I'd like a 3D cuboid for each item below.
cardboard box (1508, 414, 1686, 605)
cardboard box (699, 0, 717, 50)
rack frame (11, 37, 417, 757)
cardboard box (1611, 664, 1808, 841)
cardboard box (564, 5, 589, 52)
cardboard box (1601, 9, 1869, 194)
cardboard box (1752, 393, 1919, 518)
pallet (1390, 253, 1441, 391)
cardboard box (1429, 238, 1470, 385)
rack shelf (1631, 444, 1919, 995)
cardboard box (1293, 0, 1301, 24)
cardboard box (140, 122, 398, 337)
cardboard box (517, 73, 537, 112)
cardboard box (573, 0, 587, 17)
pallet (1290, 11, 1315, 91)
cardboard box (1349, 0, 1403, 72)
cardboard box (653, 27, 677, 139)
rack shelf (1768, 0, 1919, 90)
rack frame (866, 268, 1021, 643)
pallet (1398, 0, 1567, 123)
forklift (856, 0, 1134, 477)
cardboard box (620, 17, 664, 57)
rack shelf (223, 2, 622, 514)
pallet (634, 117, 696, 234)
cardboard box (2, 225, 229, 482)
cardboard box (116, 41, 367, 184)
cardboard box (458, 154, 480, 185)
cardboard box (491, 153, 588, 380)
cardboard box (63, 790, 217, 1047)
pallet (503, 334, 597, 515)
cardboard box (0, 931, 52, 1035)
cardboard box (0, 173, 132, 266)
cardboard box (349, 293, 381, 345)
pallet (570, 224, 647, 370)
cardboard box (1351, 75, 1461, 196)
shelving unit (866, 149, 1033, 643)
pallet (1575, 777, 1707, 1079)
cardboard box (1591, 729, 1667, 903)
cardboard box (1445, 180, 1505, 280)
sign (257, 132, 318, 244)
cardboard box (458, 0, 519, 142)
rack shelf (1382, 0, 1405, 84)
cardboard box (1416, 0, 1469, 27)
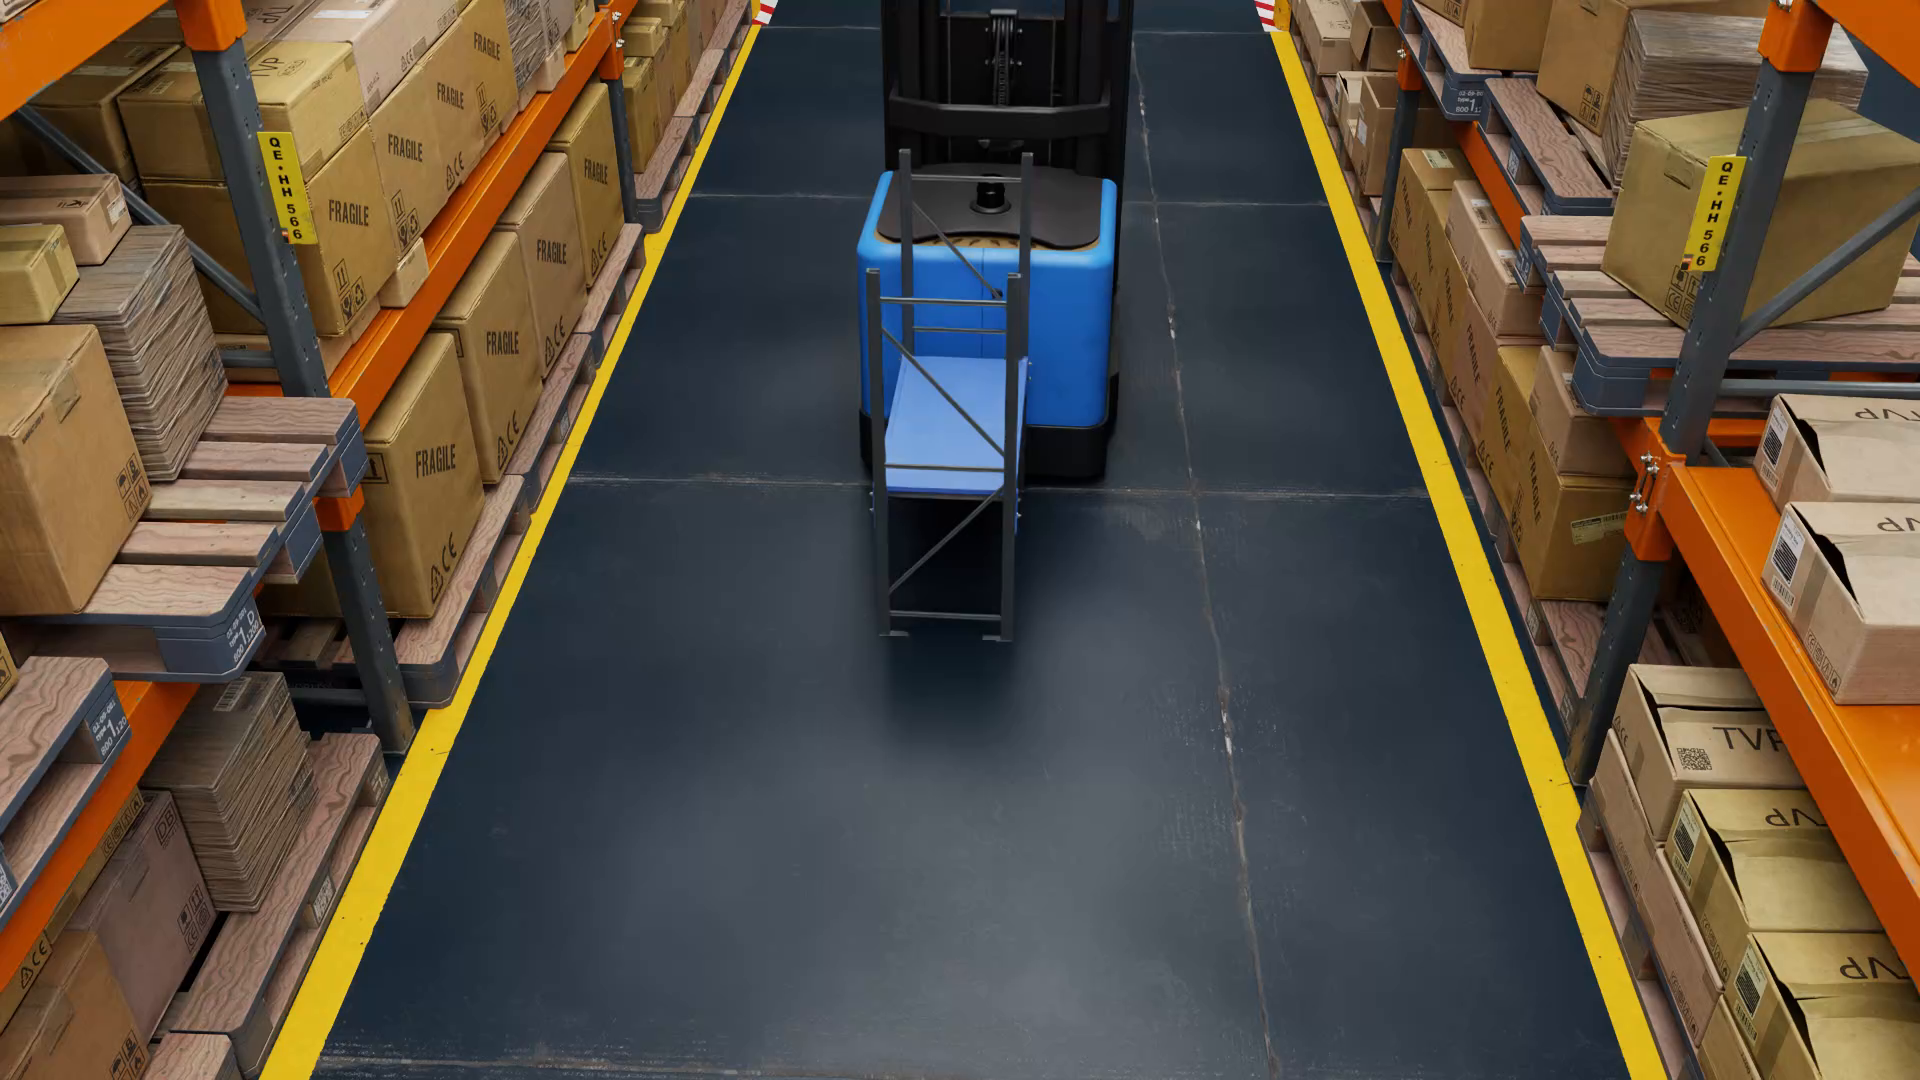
[{"bbox_3d":[2.357,-0.119,6.102,0.500,0.500,0.500,3,35,4],"label":"cardboard box"},{"bbox_3d":[-2.023,-3.585,11.051,0.700,0.500,0.500,1,35,2],"label":"cardboard box"},{"bbox_3d":[-2.396,-0.532,4.898,1.000,3.000,0.127,1,35,2],"label":"rack frame"},{"bbox_3d":[2.240,0.599,4.828,0.500,0.311,0.500,2,35,3],"label":"cardboard box"},{"bbox_3d":[-1.952,-2.389,7.741,0.380,0.149,0.250,2,35,3],"label":"cardboard box"},{"bbox_3d":[2.694,-1.517,5.848,0.700,0.500,0.500,8,36,11],"label":"cardboard box"},{"bbox_3d":[2.496,-0.175,4.468,0.500,0.311,0.500,3,35,5],"label":"cardboard box"},{"bbox_3d":[2.720,-1.108,8.143,1.003,0.211,1.213,1,35,2],"label":"pallet"},{"bbox_3d":[2.414,-1.009,7.368,0.500,0.500,0.500,2,35,2],"label":"cardboard box"},{"bbox_3d":[2.474,1.024,3.310,1.077,0.370,4.000,1,35,2],"label":"rack shelf"},{"bbox_3d":[2.505,-3.660,11.431,0.380,0.166,0.250,1,35,2],"label":"cardboard box"},{"bbox_3d":[-2.121,-0.975,5.166,0.500,0.500,0.500,2,35,3],"label":"cardboard box"},{"bbox_3d":[-2.036,-1.949,7.116,0.380,0.149,0.250,1,35,2],"label":"cardboard box"},{"bbox_3d":[-2.002,-2.729,7.662,0.500,0.500,0.500,1,35,1],"label":"cardboard box"},{"bbox_3d":[2.841,-3.373,11.366,1.003,0.211,1.213,1,35,2],"label":"pallet"},{"bbox_3d":[2.785,-2.956,10.135,0.797,0.503,0.637,1,35,2],"label":"cardboard box"},{"bbox_3d":[-2.079,-2.695,9.784,0.700,0.500,0.500,1,35,1],"label":"cardboard box"},{"bbox_3d":[2.474,-0.203,2.447,1.077,0.370,4.000,1,35,2],"label":"rack shelf"},{"bbox_3d":[-0.054,-0.248,5.798,0.500,1.500,0.032,2,35,4],"label":"rack frame"},{"bbox_3d":[2.574,-2.182,7.413,1.003,0.211,1.213,1,35,2],"label":"pallet"},{"bbox_3d":[0.227,-2.293,7.463,1.130,2.935,3.031,3,35,4],"label":"forklift"},{"bbox_3d":[-1.907,-2.864,9.461,0.380,0.149,0.250,2,35,3],"label":"cardboard box"},{"bbox_3d":[-2.315,-1.386,6.739,1.077,0.370,4.000,1,35,2],"label":"rack shelf"},{"bbox_3d":[-2.126,-2.124,9.588,1.003,0.211,1.213,1,35,2],"label":"pallet"},{"bbox_3d":[-2.405,-0.482,4.358,0.700,0.500,0.500,-3,35,-4],"label":"cardboard box"},{"bbox_3d":[-2.119,-1.281,4.948,0.500,0.250,0.500,2,35,3],"label":"cardboard box"},{"bbox_3d":[-2.100,-1.502,6.480,0.380,0.149,0.250,2,35,2],"label":"cardboard box"},{"bbox_3d":[-2.164,-1.235,7.403,0.750,0.750,0.750,2,35,3],"label":"cardboard box"},{"bbox_3d":[-2.510,1.019,4.482,0.700,0.500,0.500,1,35,2],"label":"cardboard box"},{"bbox_3d":[-2.237,-0.541,7.336,1.003,0.211,1.213,1,35,2],"label":"pallet"},{"bbox_3d":[-2.474,1.041,3.799,0.500,0.250,0.500,1,35,2],"label":"cardboard box"},{"bbox_3d":[-2.380,-0.819,4.273,0.380,0.149,0.250,-3,35,-4],"label":"cardboard box"},{"bbox_3d":[-2.132,-0.765,5.431,0.380,0.149,0.250,2,35,3],"label":"cardboard box"},{"bbox_3d":[-2.191,-1.244,8.336,1.003,0.211,1.213,1,35,2],"label":"pallet"},{"bbox_3d":[2.454,-2.209,9.075,0.500,0.500,0.500,1,35,2],"label":"cardboard box"},{"bbox_3d":[-0.016,-0.539,6.213,0.538,1.500,1.048,2,35,4],"label":"shelving unit"},{"bbox_3d":[2.482,1.194,4.868,1.003,0.211,1.213,1,35,2],"label":"pallet"},{"bbox_3d":[2.240,0.828,4.989,0.500,0.250,0.500,1,35,2],"label":"cardboard box"},{"bbox_3d":[2.412,-1.335,7.180,0.500,0.250,0.500,1,35,2],"label":"cardboard box"},{"bbox_3d":[-1.853,-0.966,4.577,0.100,0.325,0.005,1,35,2],"label":"sign"},{"bbox_3d":[-2.056,-1.861,6.426,0.500,0.500,0.500,2,35,3],"label":"cardboard box"},{"bbox_3d":[2.795,-3.572,9.850,1.077,0.370,4.000,1,35,2],"label":"rack shelf"},{"bbox_3d":[2.472,-2.663,7.478,0.700,0.500,0.500,-10,36,-14],"label":"cardboard box"}]
